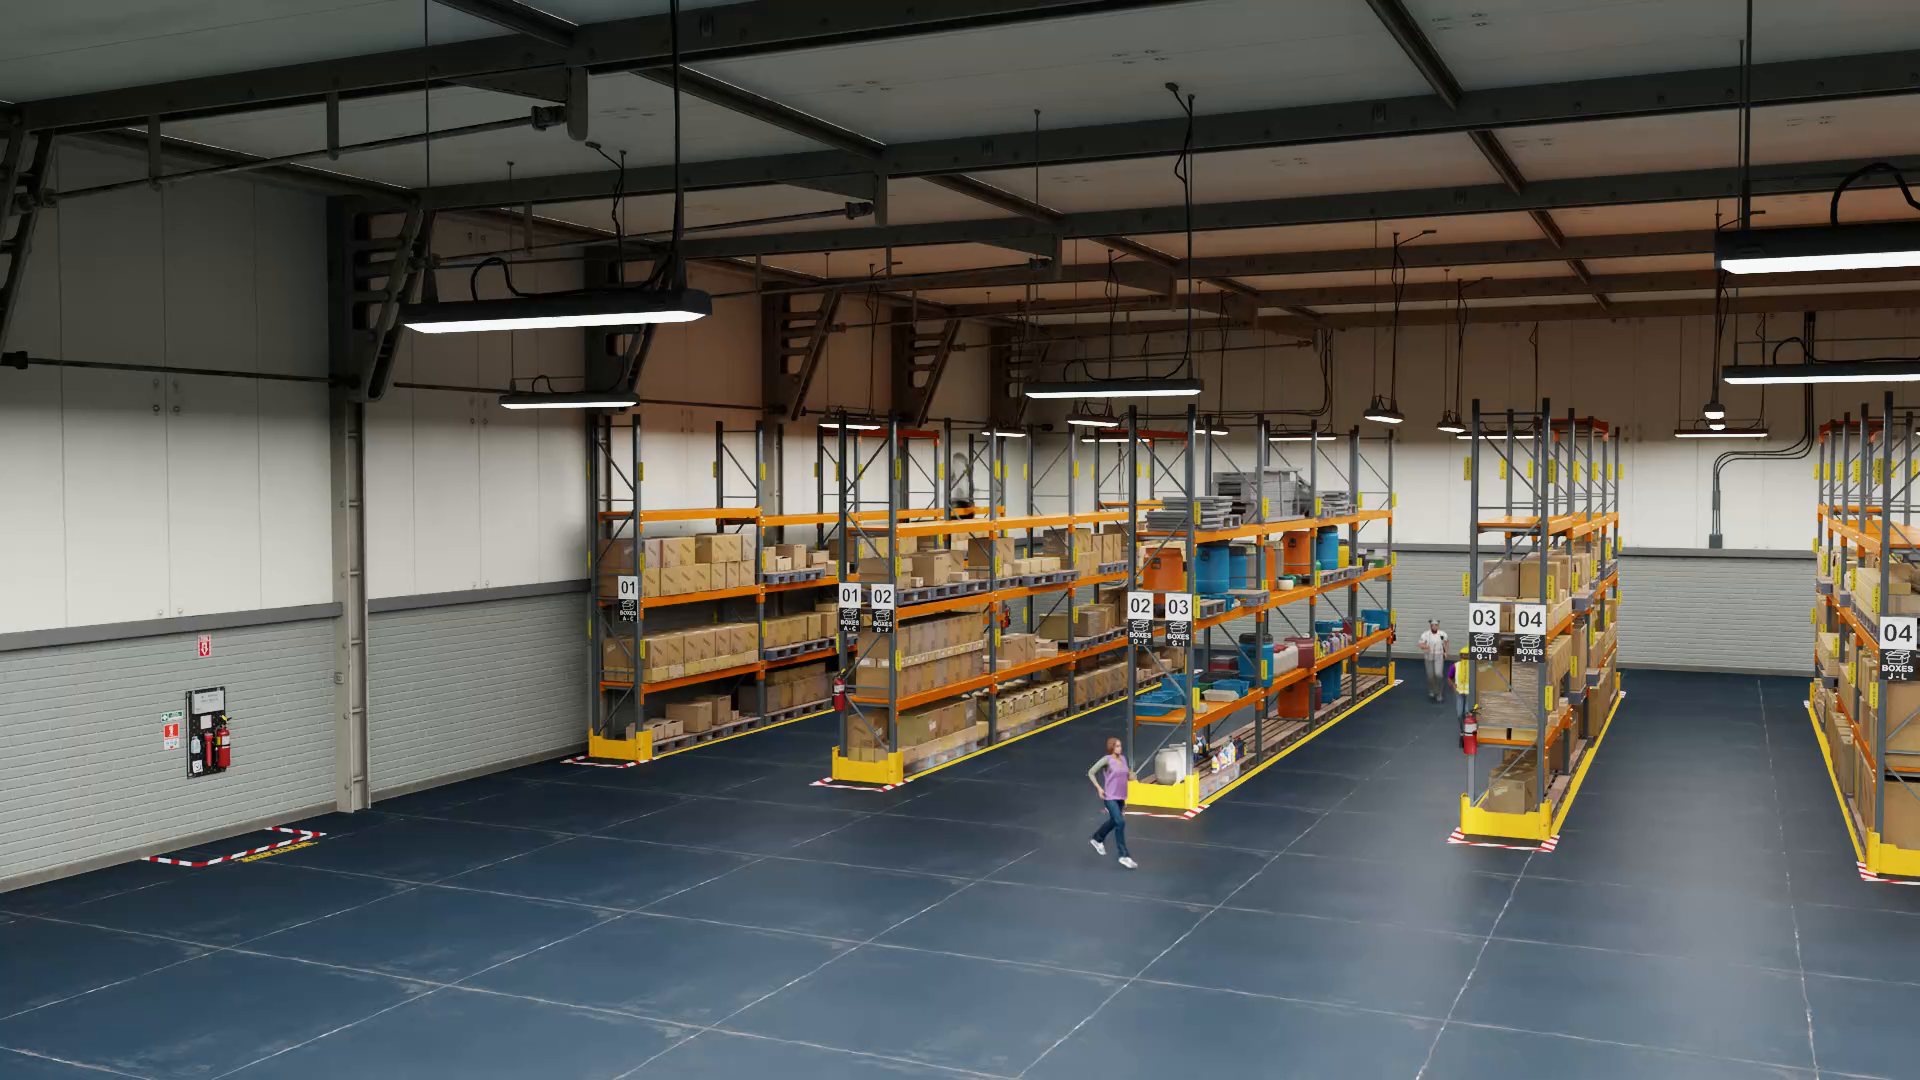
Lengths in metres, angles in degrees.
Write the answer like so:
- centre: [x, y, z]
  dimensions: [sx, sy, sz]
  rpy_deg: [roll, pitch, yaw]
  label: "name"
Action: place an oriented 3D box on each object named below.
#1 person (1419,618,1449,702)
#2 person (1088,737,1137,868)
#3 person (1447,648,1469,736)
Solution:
- centre: [10.391, 2.635, 36.486]
  dimensions: [0.641, 1.846, 0.780]
  rpy_deg: [1, 2, 19]
  label: "person"
- centre: [1.957, 3.306, 21.172]
  dimensions: [0.528, 1.601, 0.868]
  rpy_deg: [-2, 3, -43]
  label: "person"
- centre: [9.402, 2.868, 30.955]
  dimensions: [0.698, 1.723, 0.544]
  rpy_deg: [1, 3, 26]
  label: "person"
